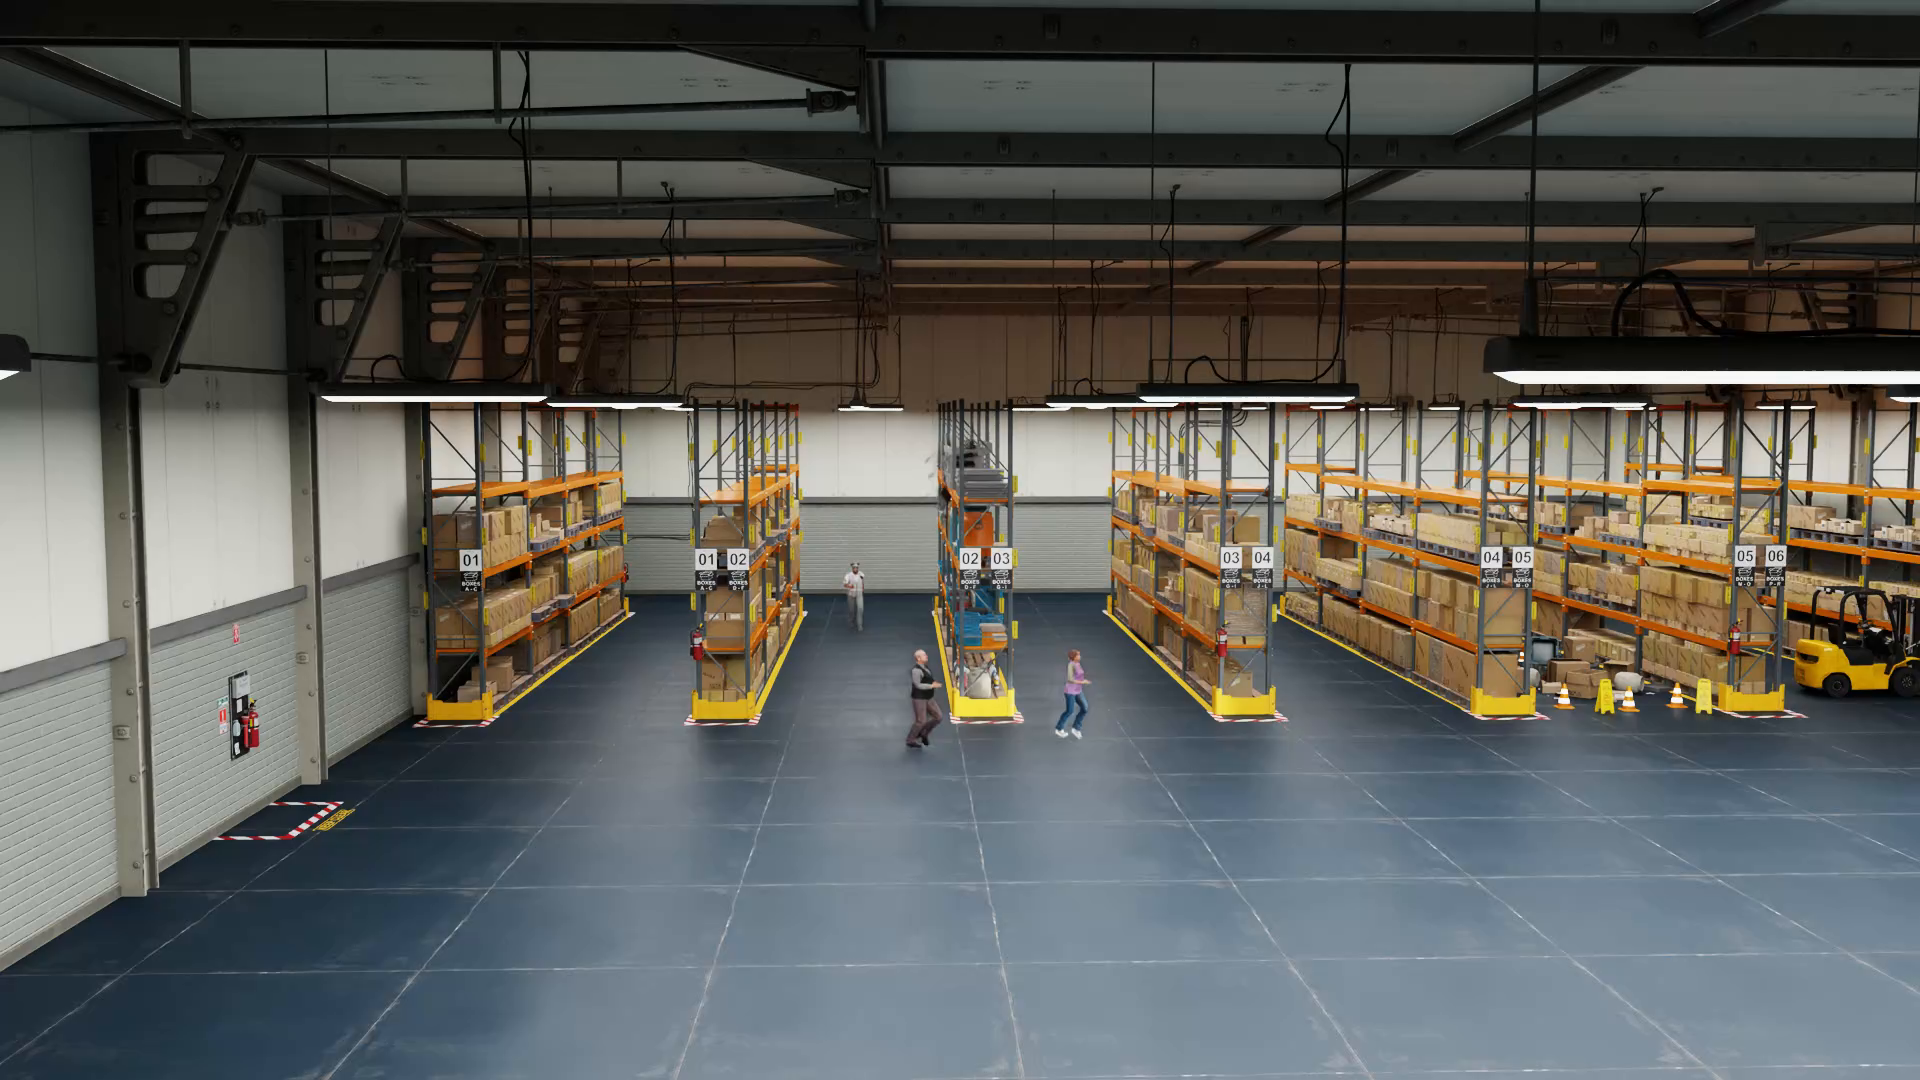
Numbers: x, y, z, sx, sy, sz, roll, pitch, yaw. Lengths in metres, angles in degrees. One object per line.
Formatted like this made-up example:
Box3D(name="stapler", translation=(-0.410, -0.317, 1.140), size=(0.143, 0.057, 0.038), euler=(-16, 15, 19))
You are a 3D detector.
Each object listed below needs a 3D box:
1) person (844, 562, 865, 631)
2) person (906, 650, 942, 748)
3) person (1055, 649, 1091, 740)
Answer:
Box3D(name="person", translation=(-2.802, 1.485, 44.270), size=(0.611, 1.822, 0.858), euler=(-1, 4, -14))
Box3D(name="person", translation=(-0.598, 2.717, 28.342), size=(0.670, 1.703, 0.650), euler=(2, 5, 24))
Box3D(name="person", translation=(2.001, 2.722, 29.214), size=(0.686, 1.620, 0.549), euler=(2, 5, 29))
